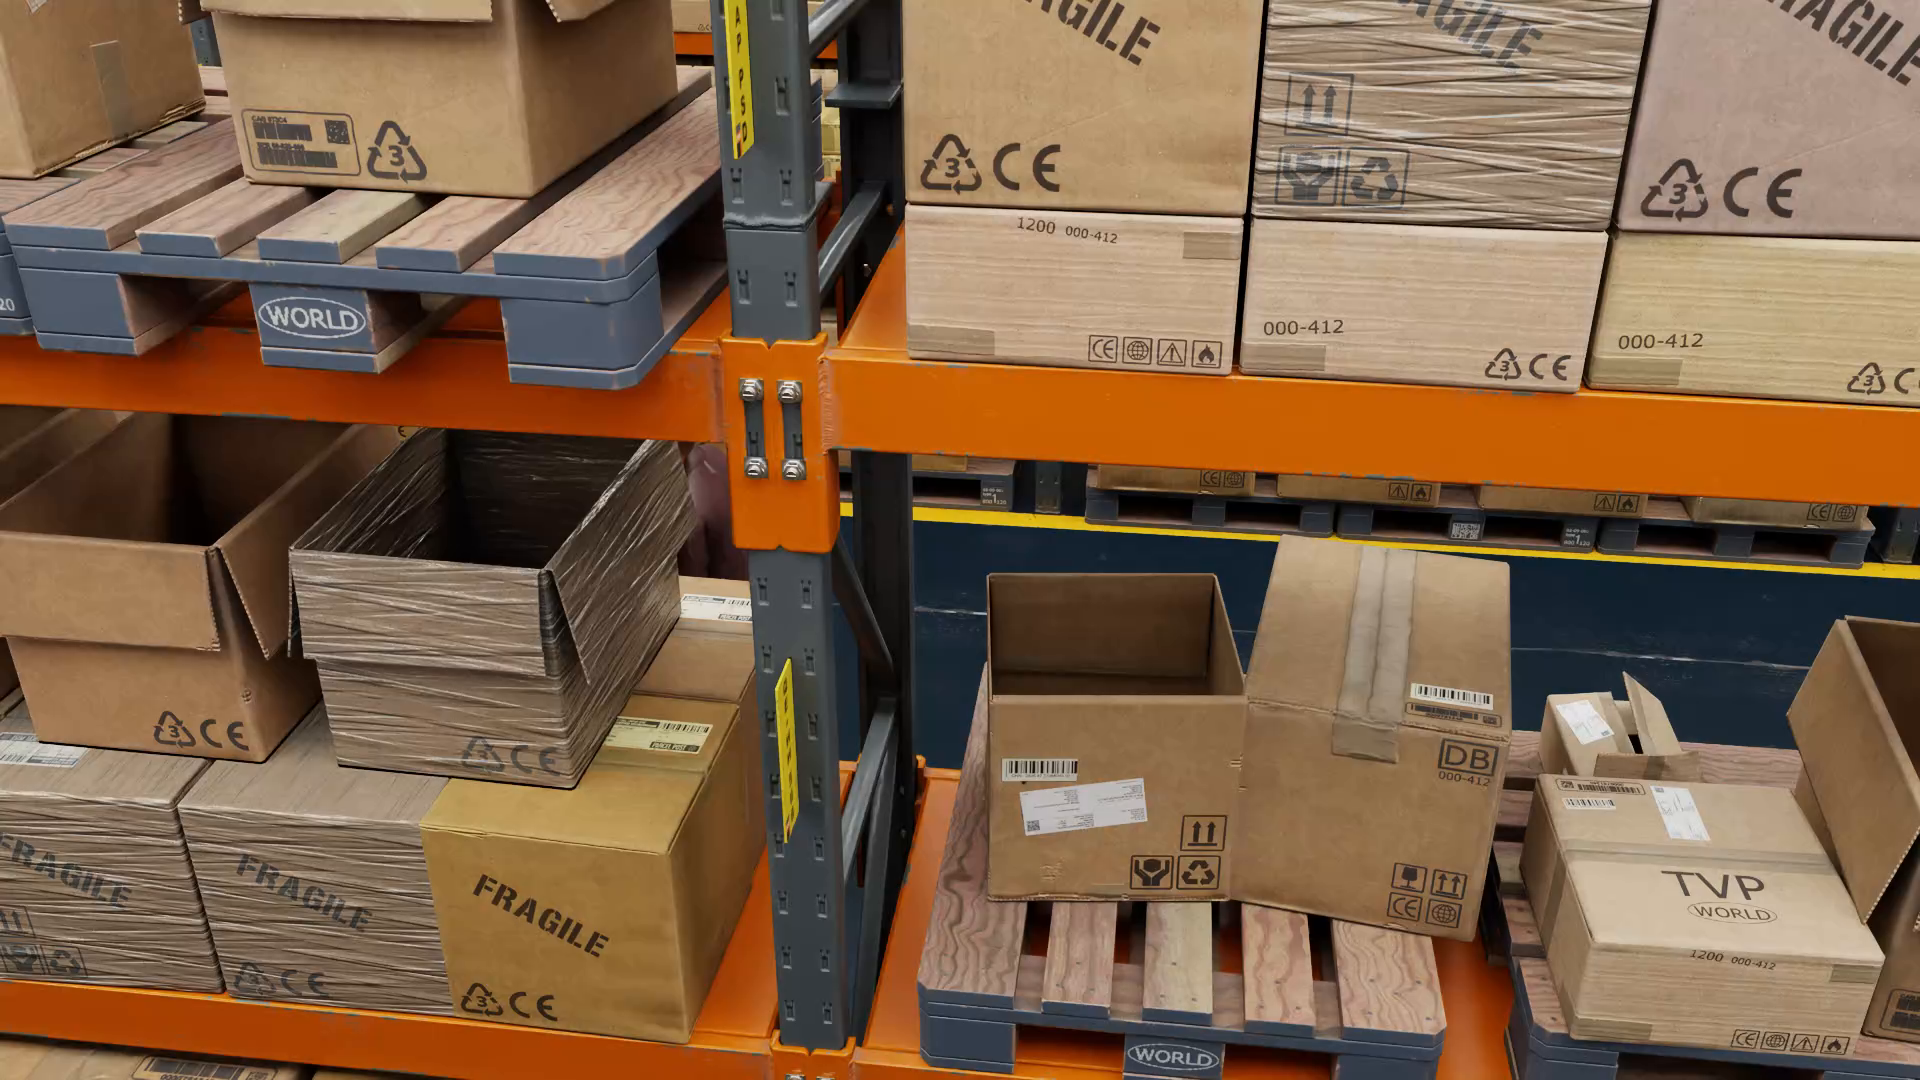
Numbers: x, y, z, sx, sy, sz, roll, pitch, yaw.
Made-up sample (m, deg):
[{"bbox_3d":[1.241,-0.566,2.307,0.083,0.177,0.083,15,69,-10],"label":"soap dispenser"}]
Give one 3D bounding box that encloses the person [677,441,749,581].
[{"bbox_3d":[-0.885,0.324,5.529,0.425,1.775,0.606,2,28,5],"label":"person"}]
